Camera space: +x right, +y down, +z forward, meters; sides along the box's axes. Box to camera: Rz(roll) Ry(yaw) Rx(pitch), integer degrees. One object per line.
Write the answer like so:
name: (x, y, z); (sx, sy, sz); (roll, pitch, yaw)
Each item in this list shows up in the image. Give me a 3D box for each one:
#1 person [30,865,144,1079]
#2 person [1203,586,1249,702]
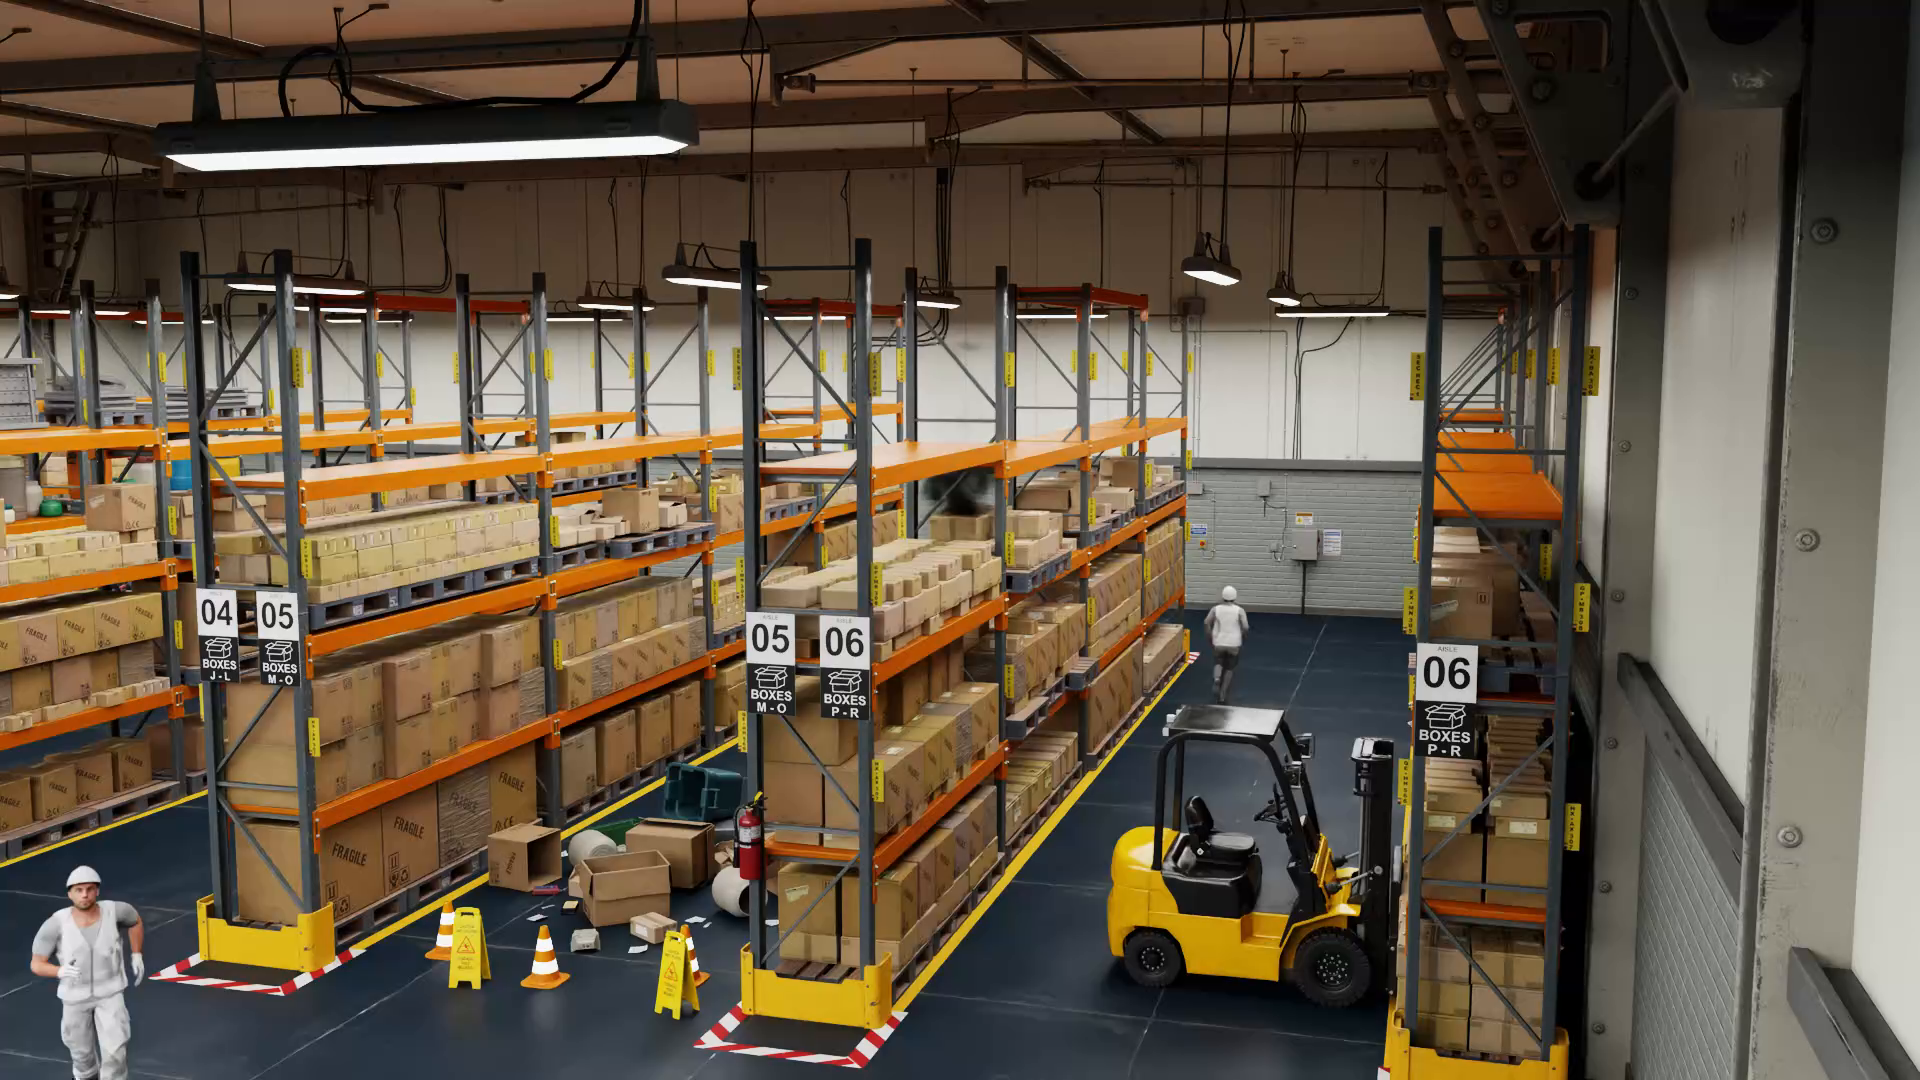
person: (-5.742, 3.055, 10.988); (0.665, 1.851, 0.776); (-3, 7, -27)
person: (3.967, 1.547, 24.744); (0.672, 1.731, 0.572); (2, 7, 18)
